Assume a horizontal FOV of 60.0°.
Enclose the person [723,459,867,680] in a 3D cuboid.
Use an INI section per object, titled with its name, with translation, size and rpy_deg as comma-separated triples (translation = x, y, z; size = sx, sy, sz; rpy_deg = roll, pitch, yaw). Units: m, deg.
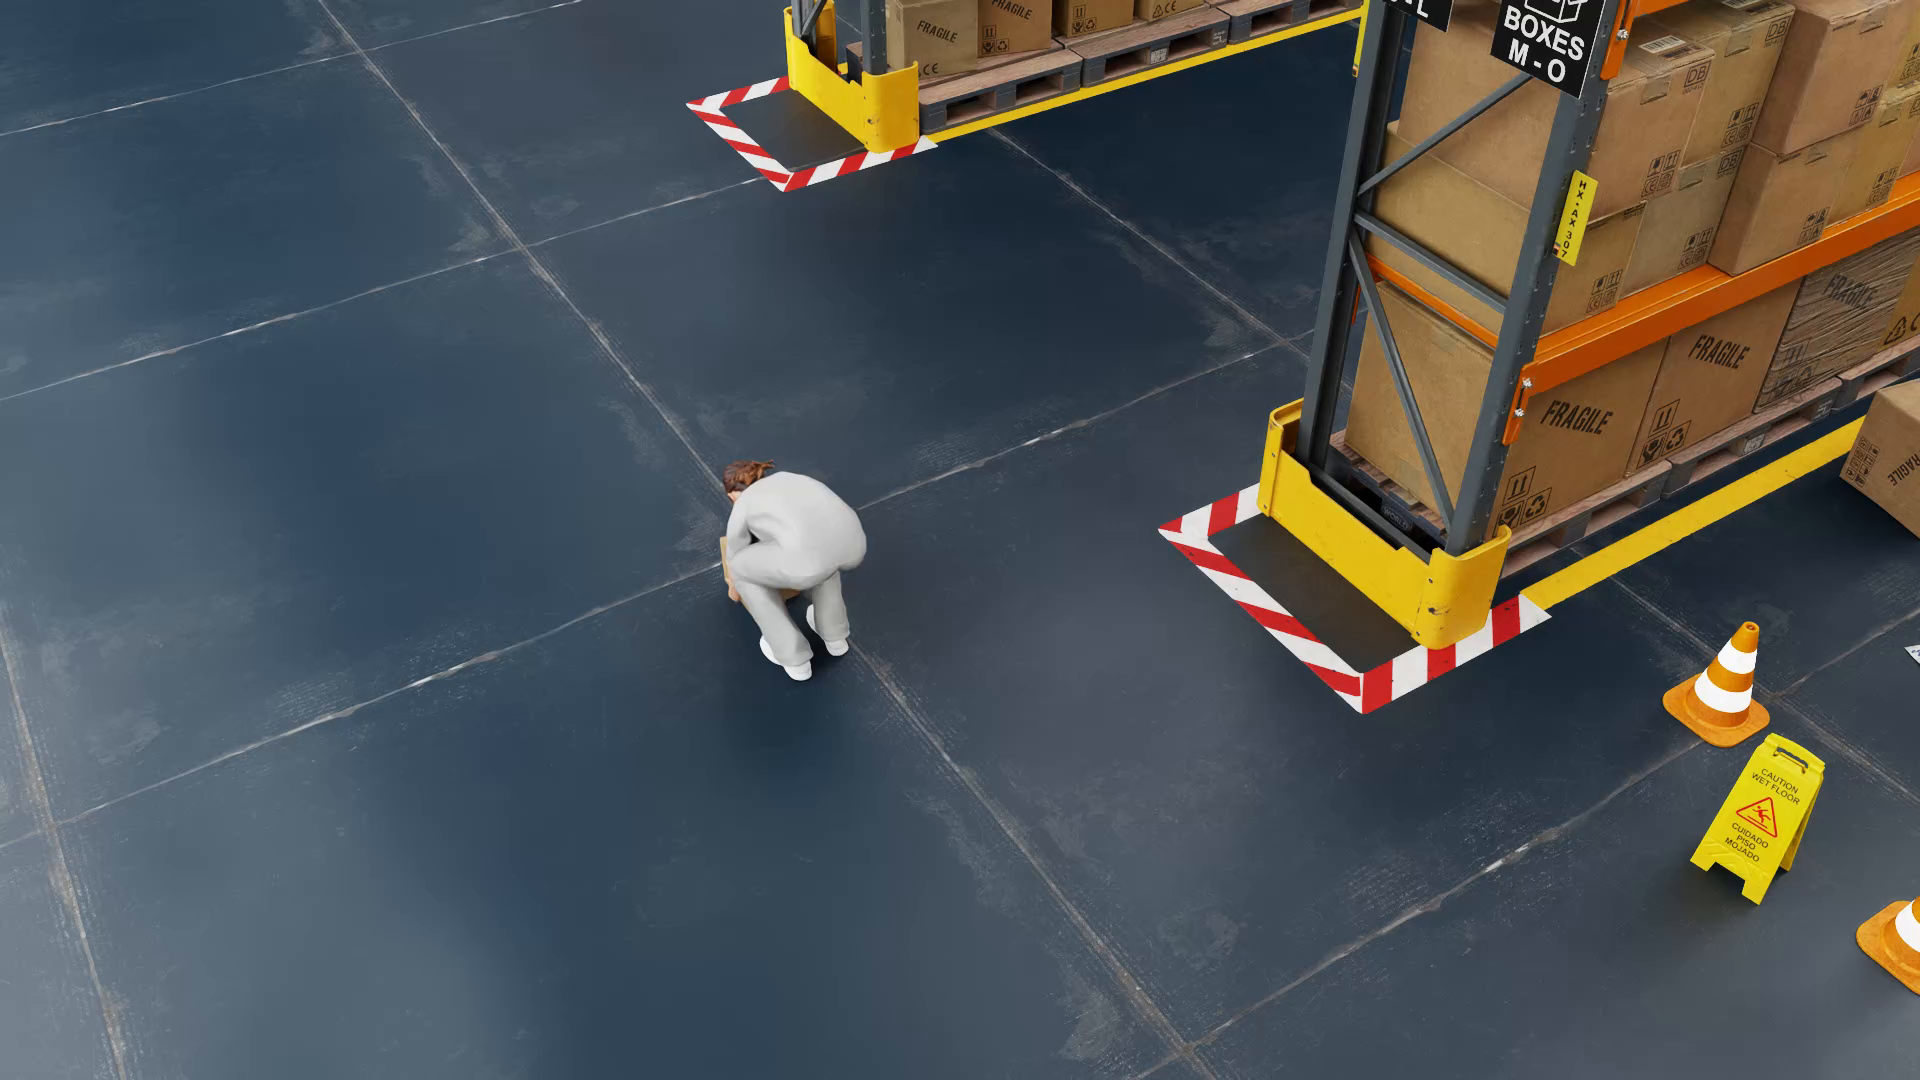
[person]
translation = -0.705, 0.087, 6.739
size = 0.469, 0.789, 0.854
rpy_deg = -25, 47, -26
